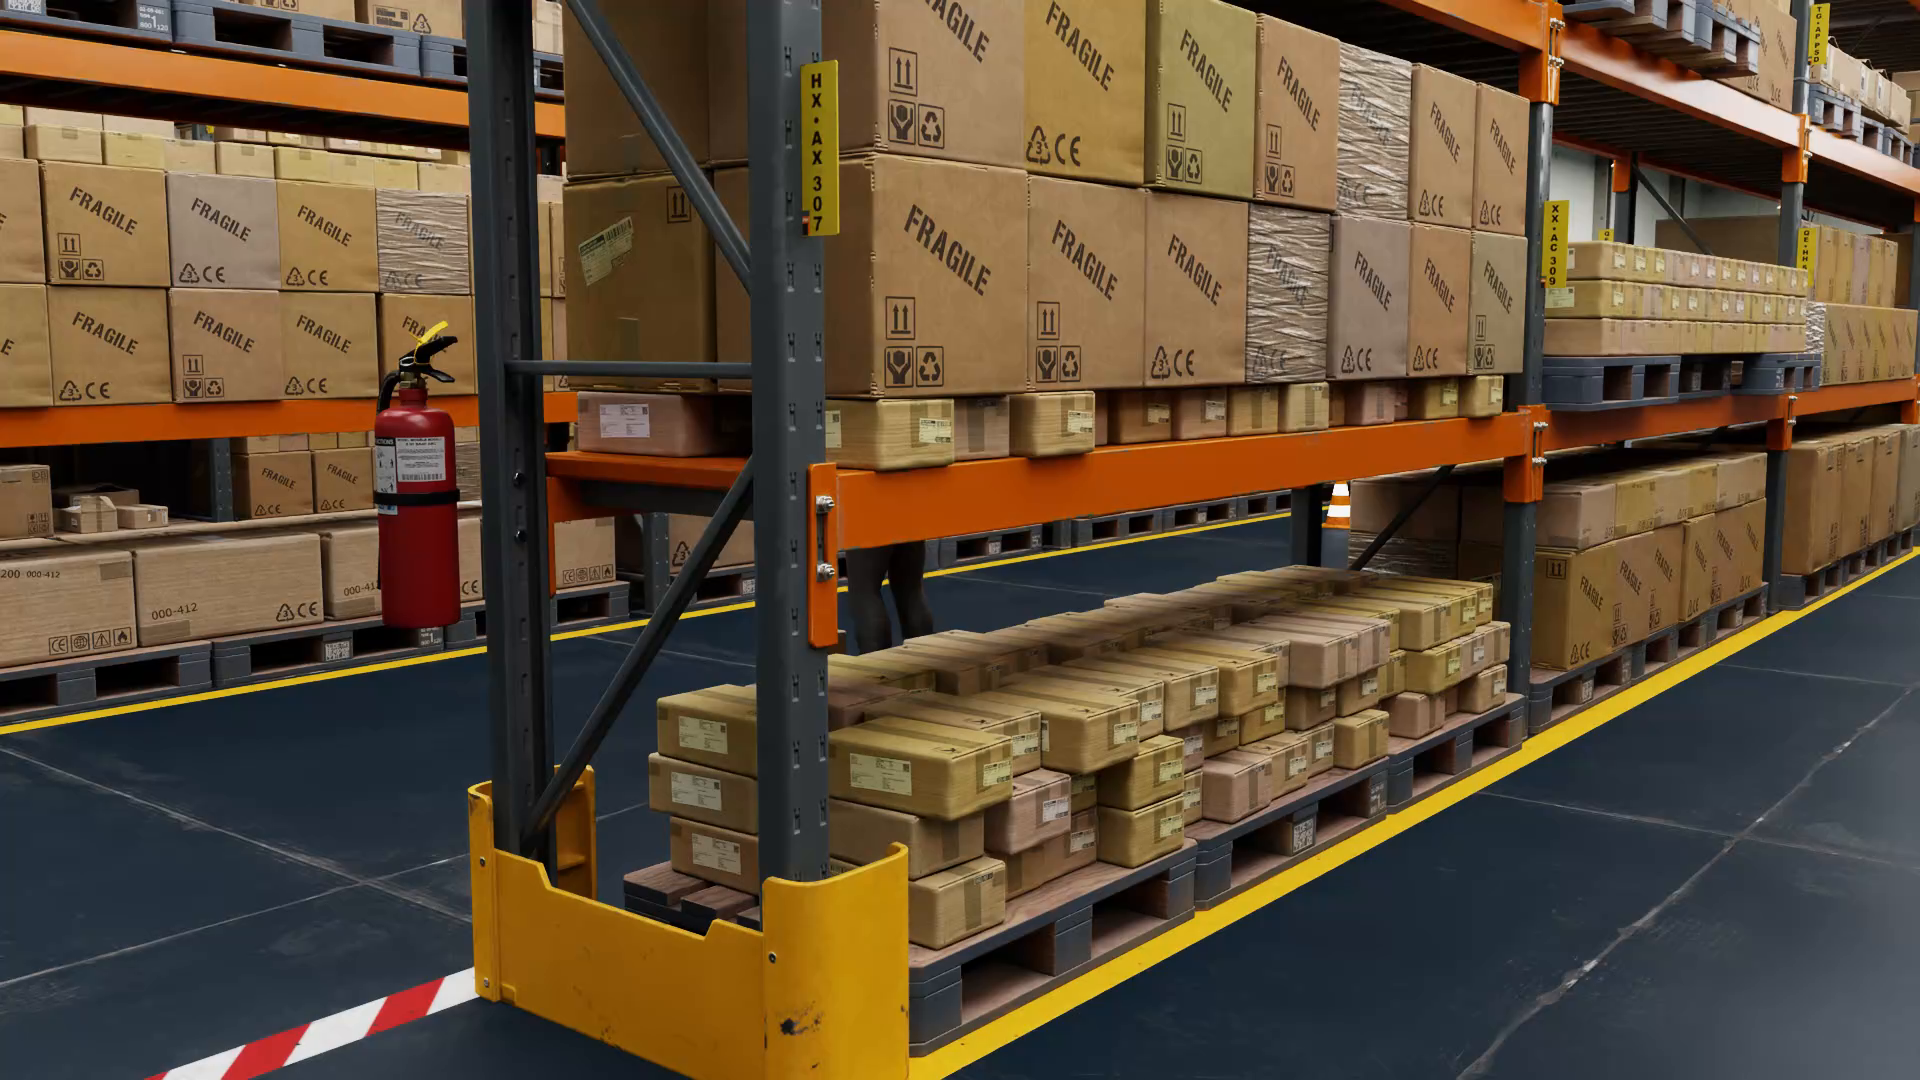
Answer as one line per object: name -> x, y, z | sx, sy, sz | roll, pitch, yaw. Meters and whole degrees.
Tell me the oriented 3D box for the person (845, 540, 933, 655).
person -> -0.325, -0.098, 7.238 | 0.327, 1.691, 0.462 | 6, 9, 40
